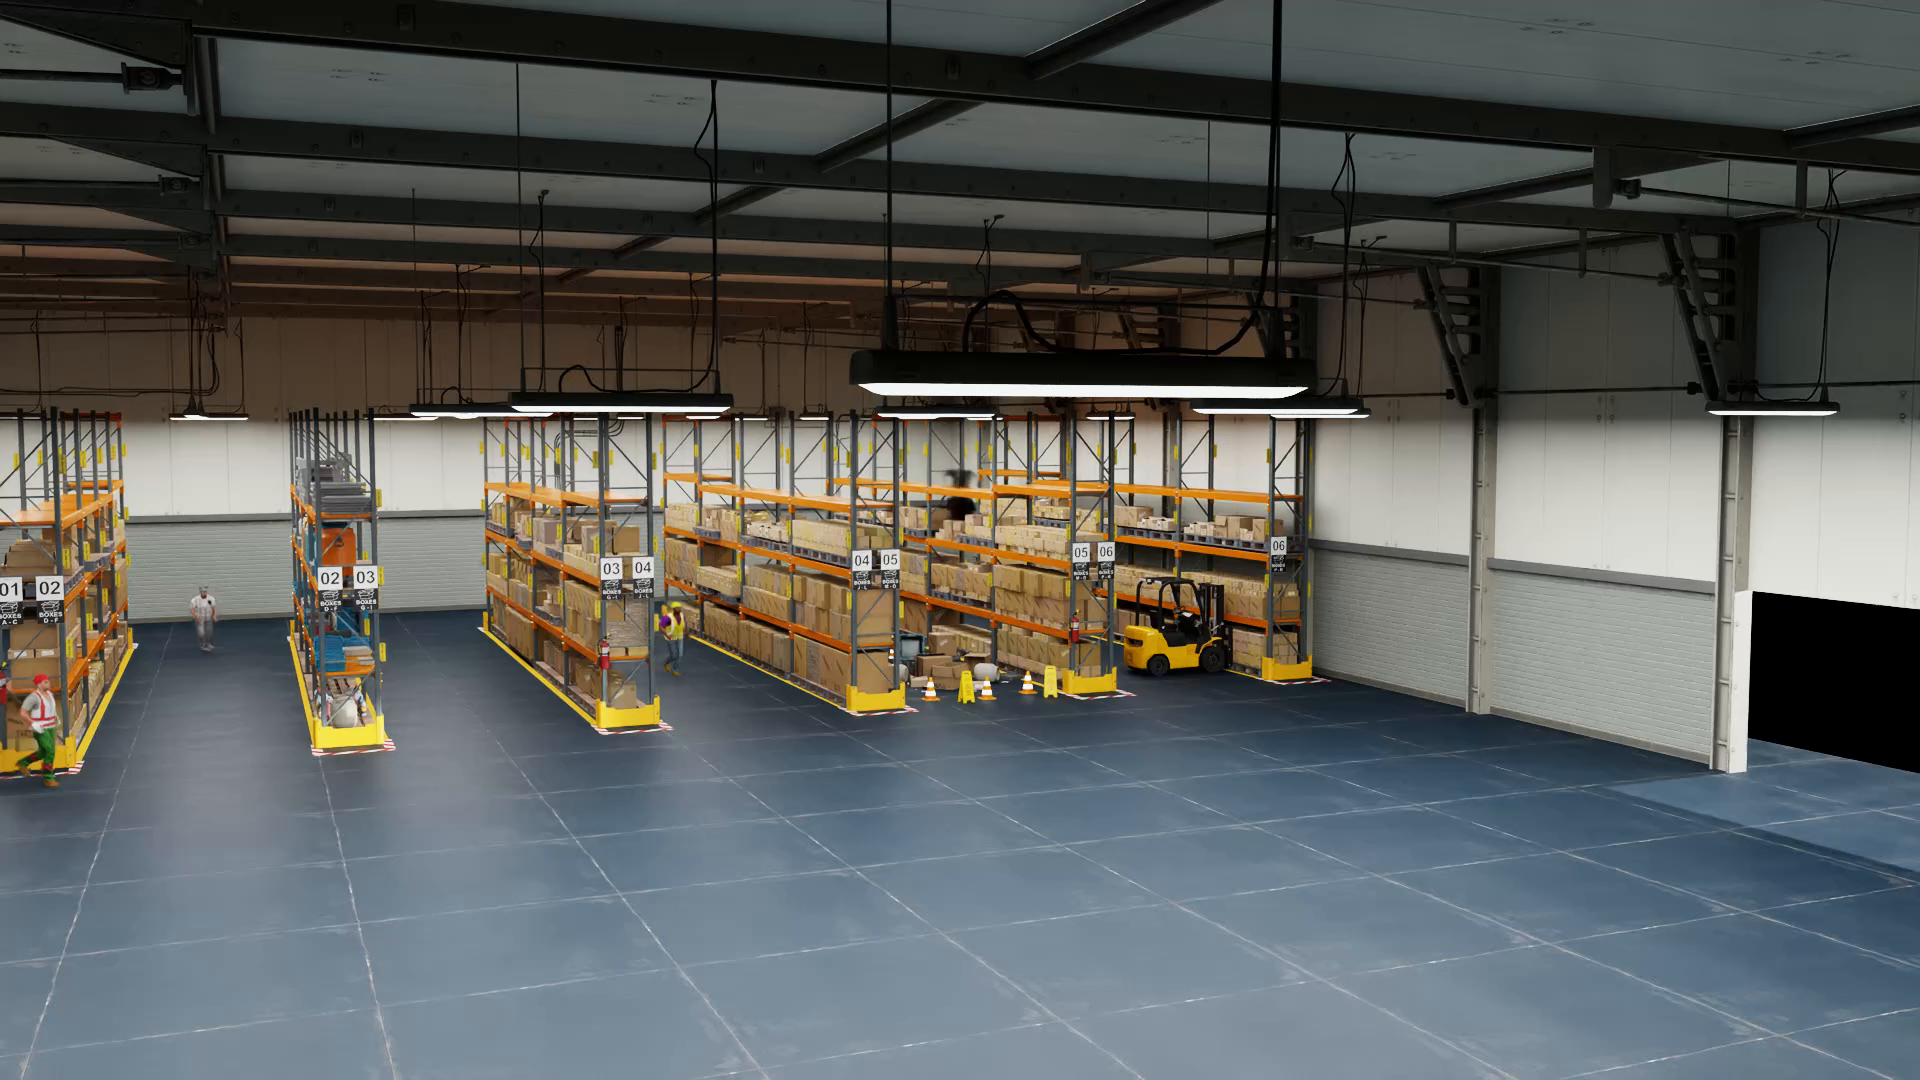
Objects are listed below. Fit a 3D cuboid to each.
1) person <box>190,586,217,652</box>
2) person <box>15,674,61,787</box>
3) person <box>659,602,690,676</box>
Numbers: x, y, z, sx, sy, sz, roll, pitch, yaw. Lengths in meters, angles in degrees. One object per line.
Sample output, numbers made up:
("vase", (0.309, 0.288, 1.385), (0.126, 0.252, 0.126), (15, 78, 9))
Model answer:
("person", (-18.982, 1.971, 41.685), (0.656, 1.691, 0.760), (-4, 6, -44))
("person", (-14.596, 2.999, 26.320), (0.793, 1.788, 0.679), (1, 4, 7))
("person", (-6.521, 2.238, 37.759), (0.701, 1.697, 0.641), (-3, 5, -39))
